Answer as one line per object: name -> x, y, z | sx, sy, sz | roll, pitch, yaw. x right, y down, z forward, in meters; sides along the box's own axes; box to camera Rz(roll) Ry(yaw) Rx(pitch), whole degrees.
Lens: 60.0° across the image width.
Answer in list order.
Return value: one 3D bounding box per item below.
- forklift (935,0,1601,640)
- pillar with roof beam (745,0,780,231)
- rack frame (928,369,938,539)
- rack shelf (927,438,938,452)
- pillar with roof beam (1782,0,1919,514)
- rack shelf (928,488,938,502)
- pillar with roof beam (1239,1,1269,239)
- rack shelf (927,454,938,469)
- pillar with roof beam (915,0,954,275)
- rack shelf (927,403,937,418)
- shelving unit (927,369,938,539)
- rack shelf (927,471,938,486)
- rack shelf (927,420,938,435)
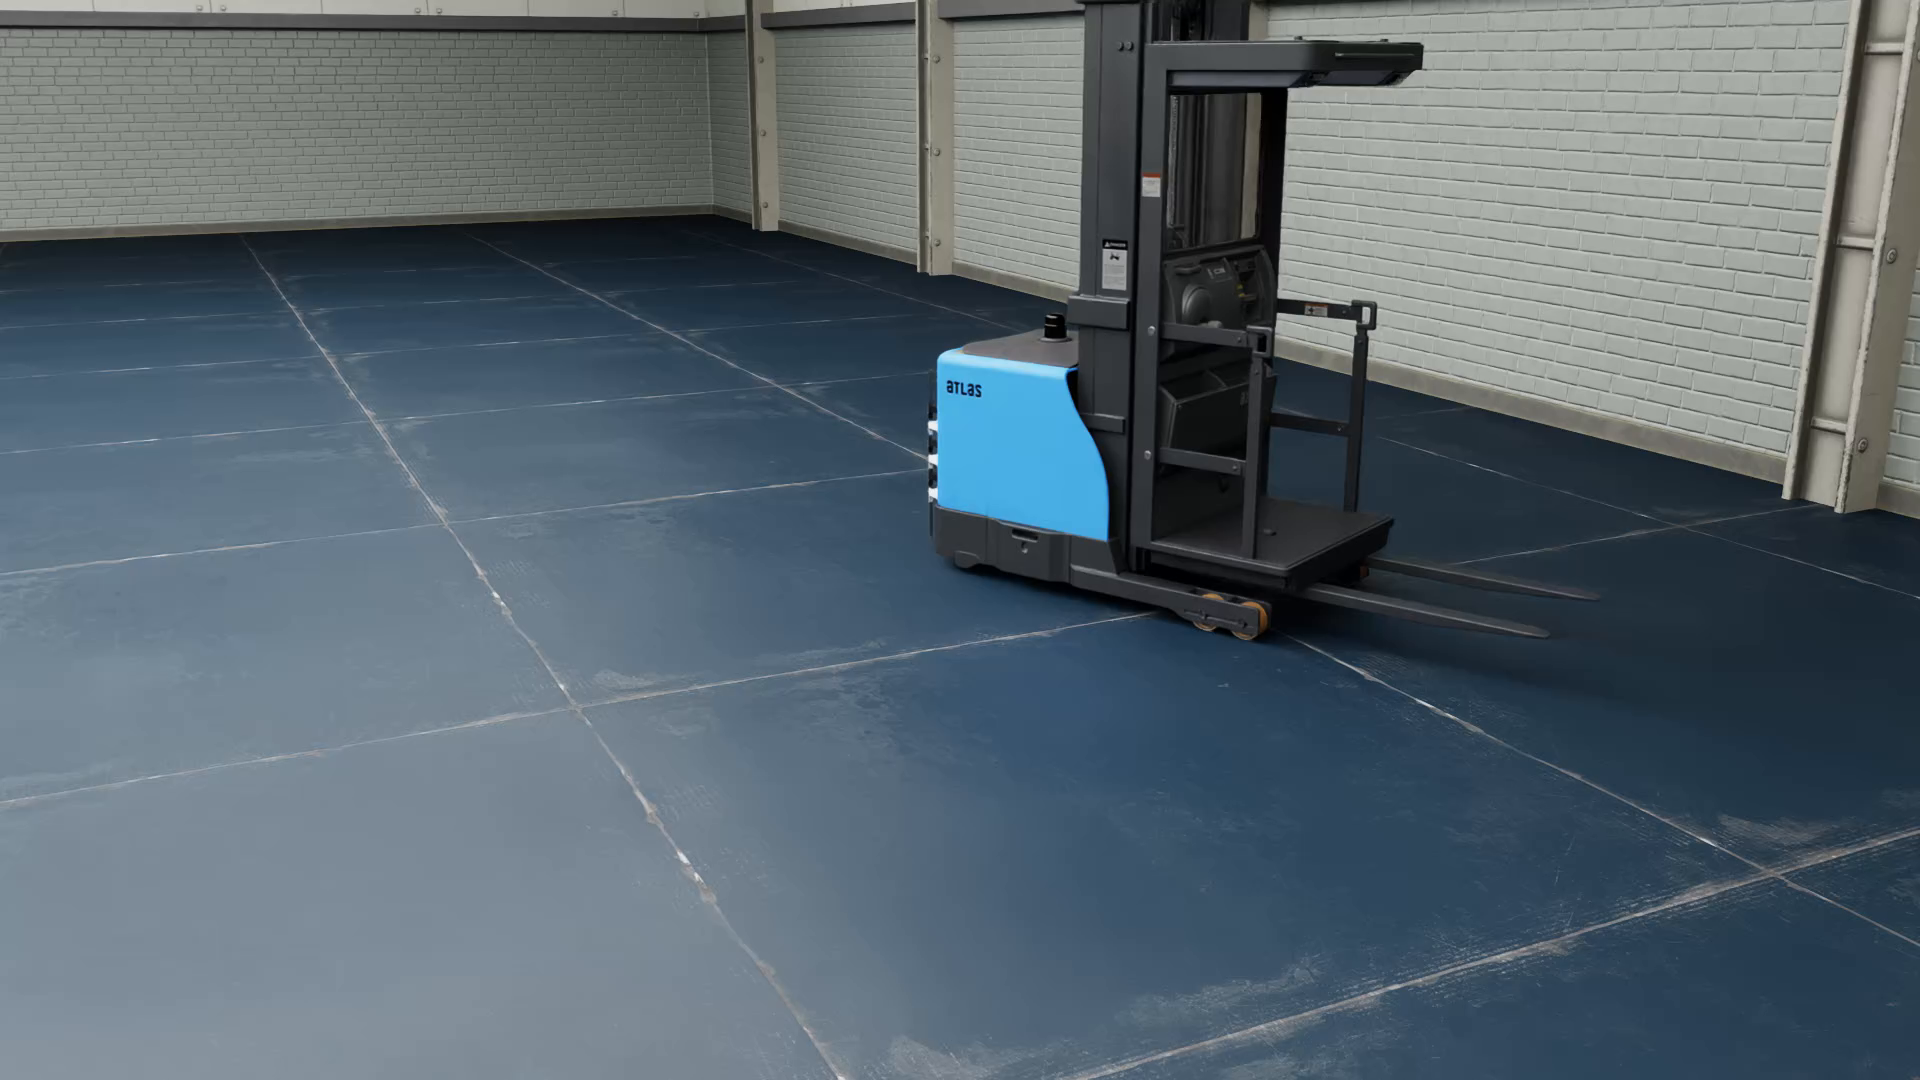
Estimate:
forklift -> 1.345, -1.138, 7.404 | 3.031, 2.935, 1.130 | 12, 20, 37
pillar with roof beam -> -6.788, -8.483, 21.998 | 9.100, 9.000, 0.400 | -8, 18, -25
rack frame -> -0.059, -0.457, 8.710 | 0.240, 0.900, 0.006 | -9, 18, -28
rack shelf -> -0.009, -0.487, 8.610 | 0.258, 0.077, 0.200 | -9, 18, -28
pillar with roof beam -> 1.097, -4.020, 6.445 | 9.100, 9.000, 0.400 | -8, 18, -25
rack shelf -> -0.009, -0.227, 8.684 | 0.258, 0.077, 0.200 | -9, 18, -28
pillar with roof beam -> -1.531, -5.508, 11.629 | 9.100, 9.000, 0.400 | -8, 18, -25
rack shelf -> -0.009, -0.400, 8.634 | 0.258, 0.077, 0.200 | -9, 18, -28
pillar with roof beam -> -4.160, -6.995, 16.813 | 9.100, 9.000, 0.400 | -8, 18, -25
rack shelf -> -0.009, -0.660, 8.560 | 0.258, 0.077, 0.200 | -9, 18, -28
shelving unit -> -0.009, -0.432, 8.625 | 0.258, 0.900, 0.210 | -9, 18, -28
rack shelf -> -0.009, -0.314, 8.659 | 0.258, 0.077, 0.200 | -9, 18, -28
rack shelf -> -0.009, -0.573, 8.585 | 0.258, 0.077, 0.200 | -9, 18, -28
